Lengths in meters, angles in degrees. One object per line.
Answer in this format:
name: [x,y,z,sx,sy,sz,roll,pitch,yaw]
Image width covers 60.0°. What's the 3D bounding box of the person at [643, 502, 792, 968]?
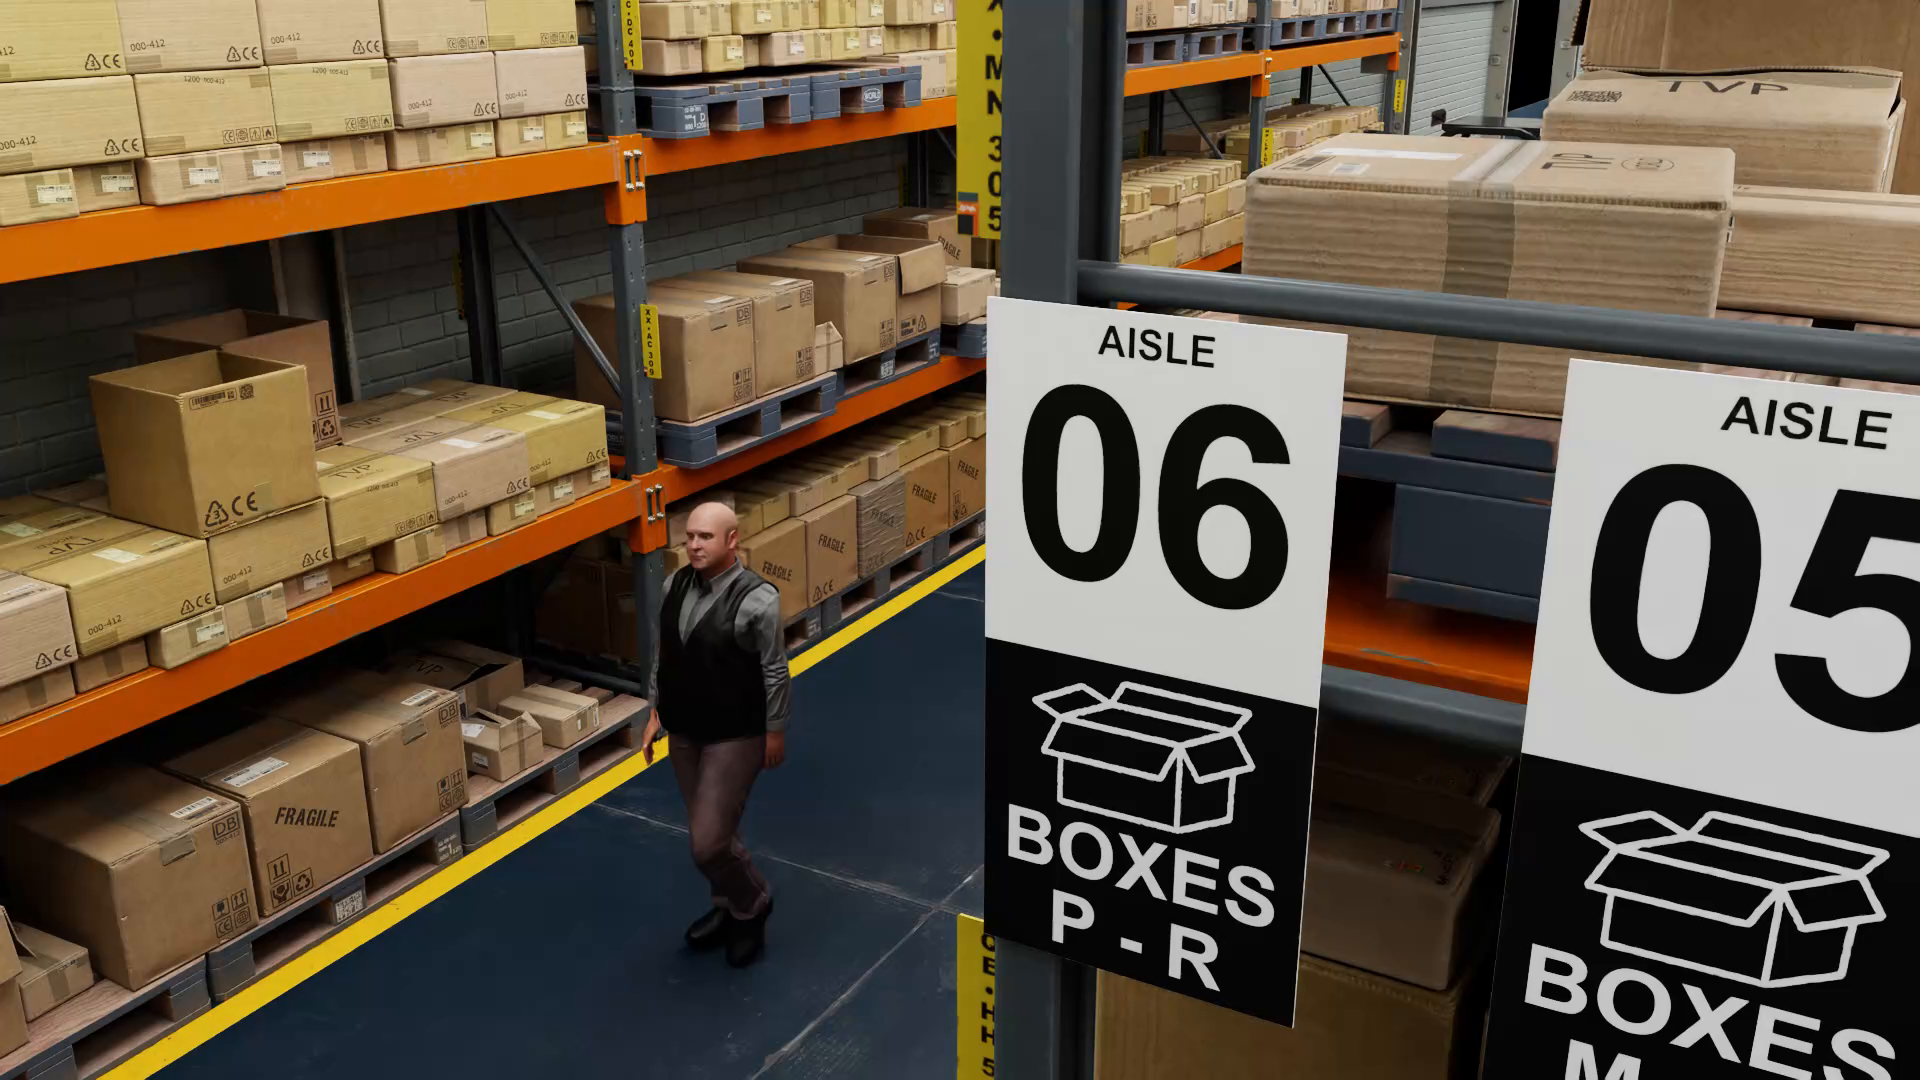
person: [-0.916,0.724,6.012,0.539,1.748,0.472,13,23,33]
